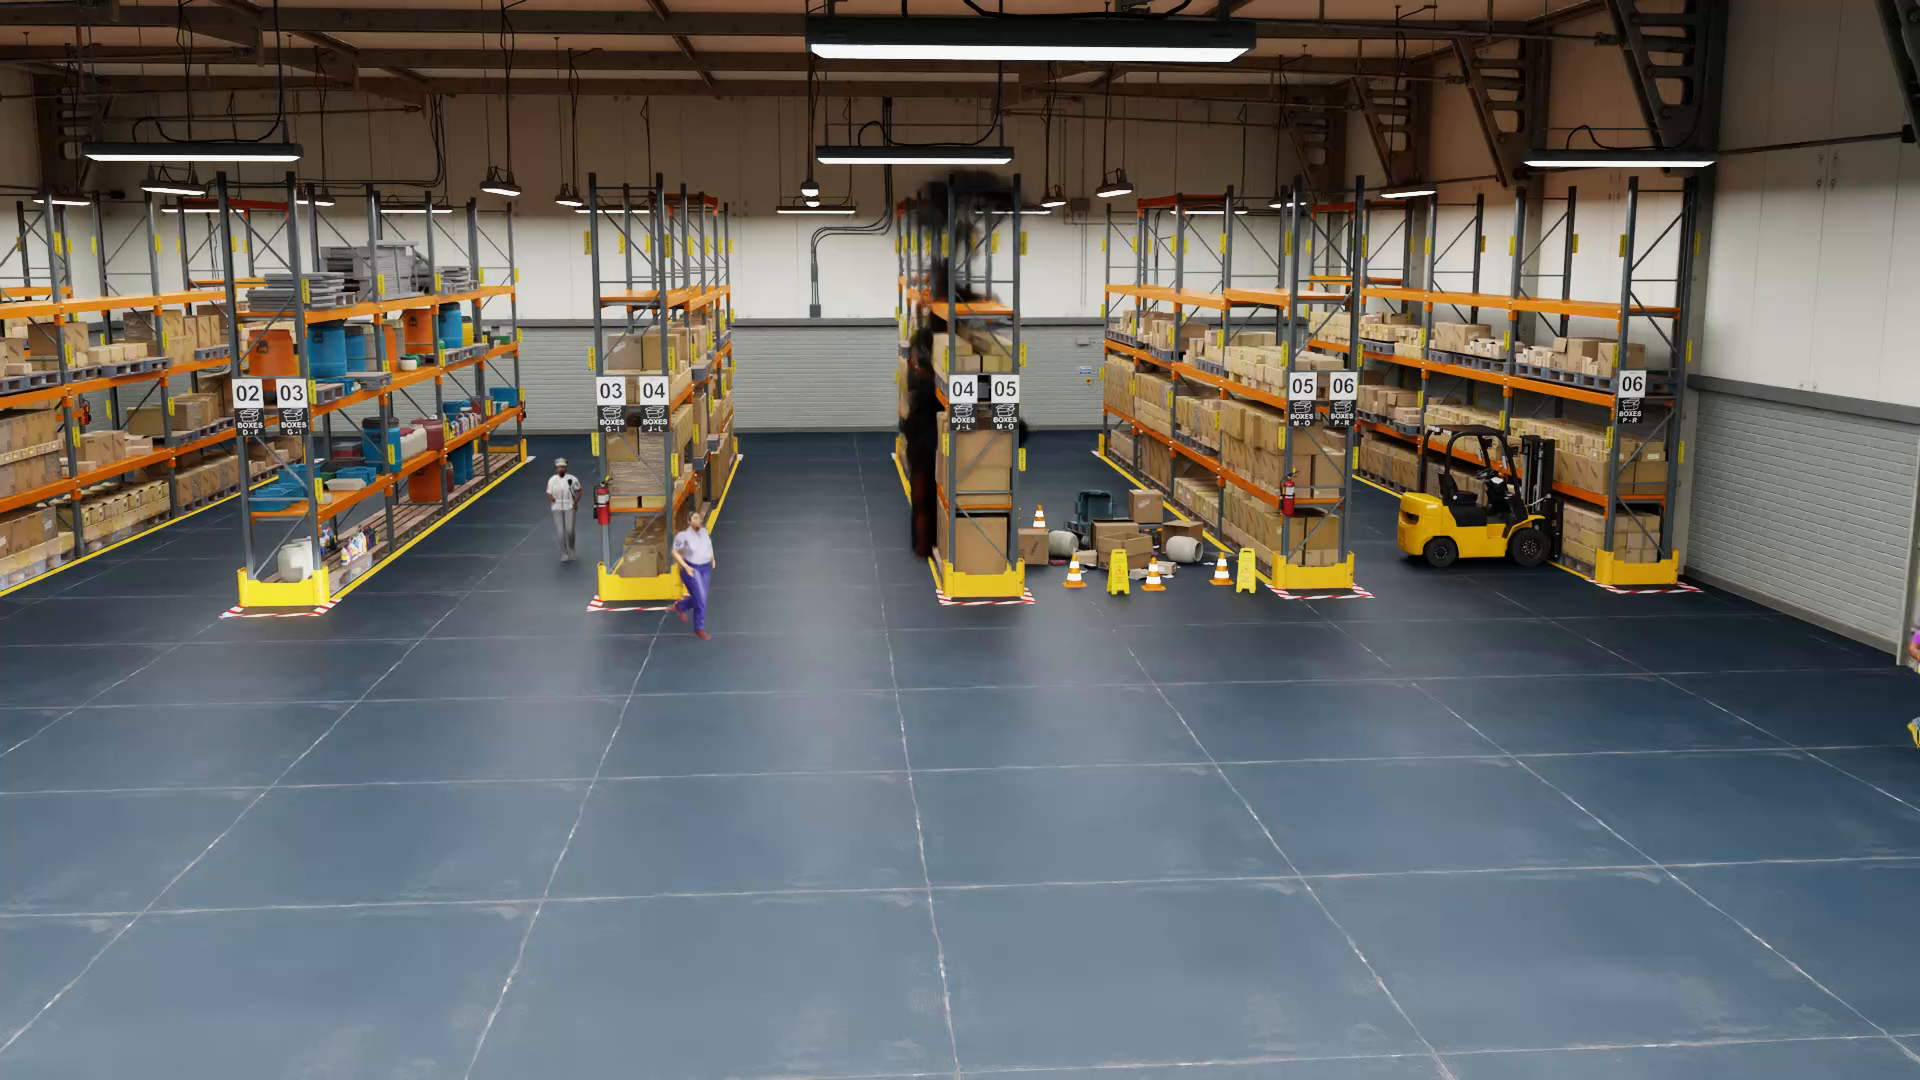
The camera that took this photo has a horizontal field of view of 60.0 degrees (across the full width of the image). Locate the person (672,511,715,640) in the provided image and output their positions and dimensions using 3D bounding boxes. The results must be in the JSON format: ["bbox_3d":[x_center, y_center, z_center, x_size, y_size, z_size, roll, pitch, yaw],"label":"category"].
[{"bbox_3d":[-3.473,0.423,21.543,0.746,1.653,0.605,8,13,38],"label":"person"}]

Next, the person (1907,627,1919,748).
[{"bbox_3d":[9.592,1.324,16.212,0.730,1.741,0.715,-4,11,-22],"label":"person"}]

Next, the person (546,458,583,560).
[{"bbox_3d":[-6.323,-0.477,26.562,0.563,1.663,0.572,-1,10,-8],"label":"person"}]
